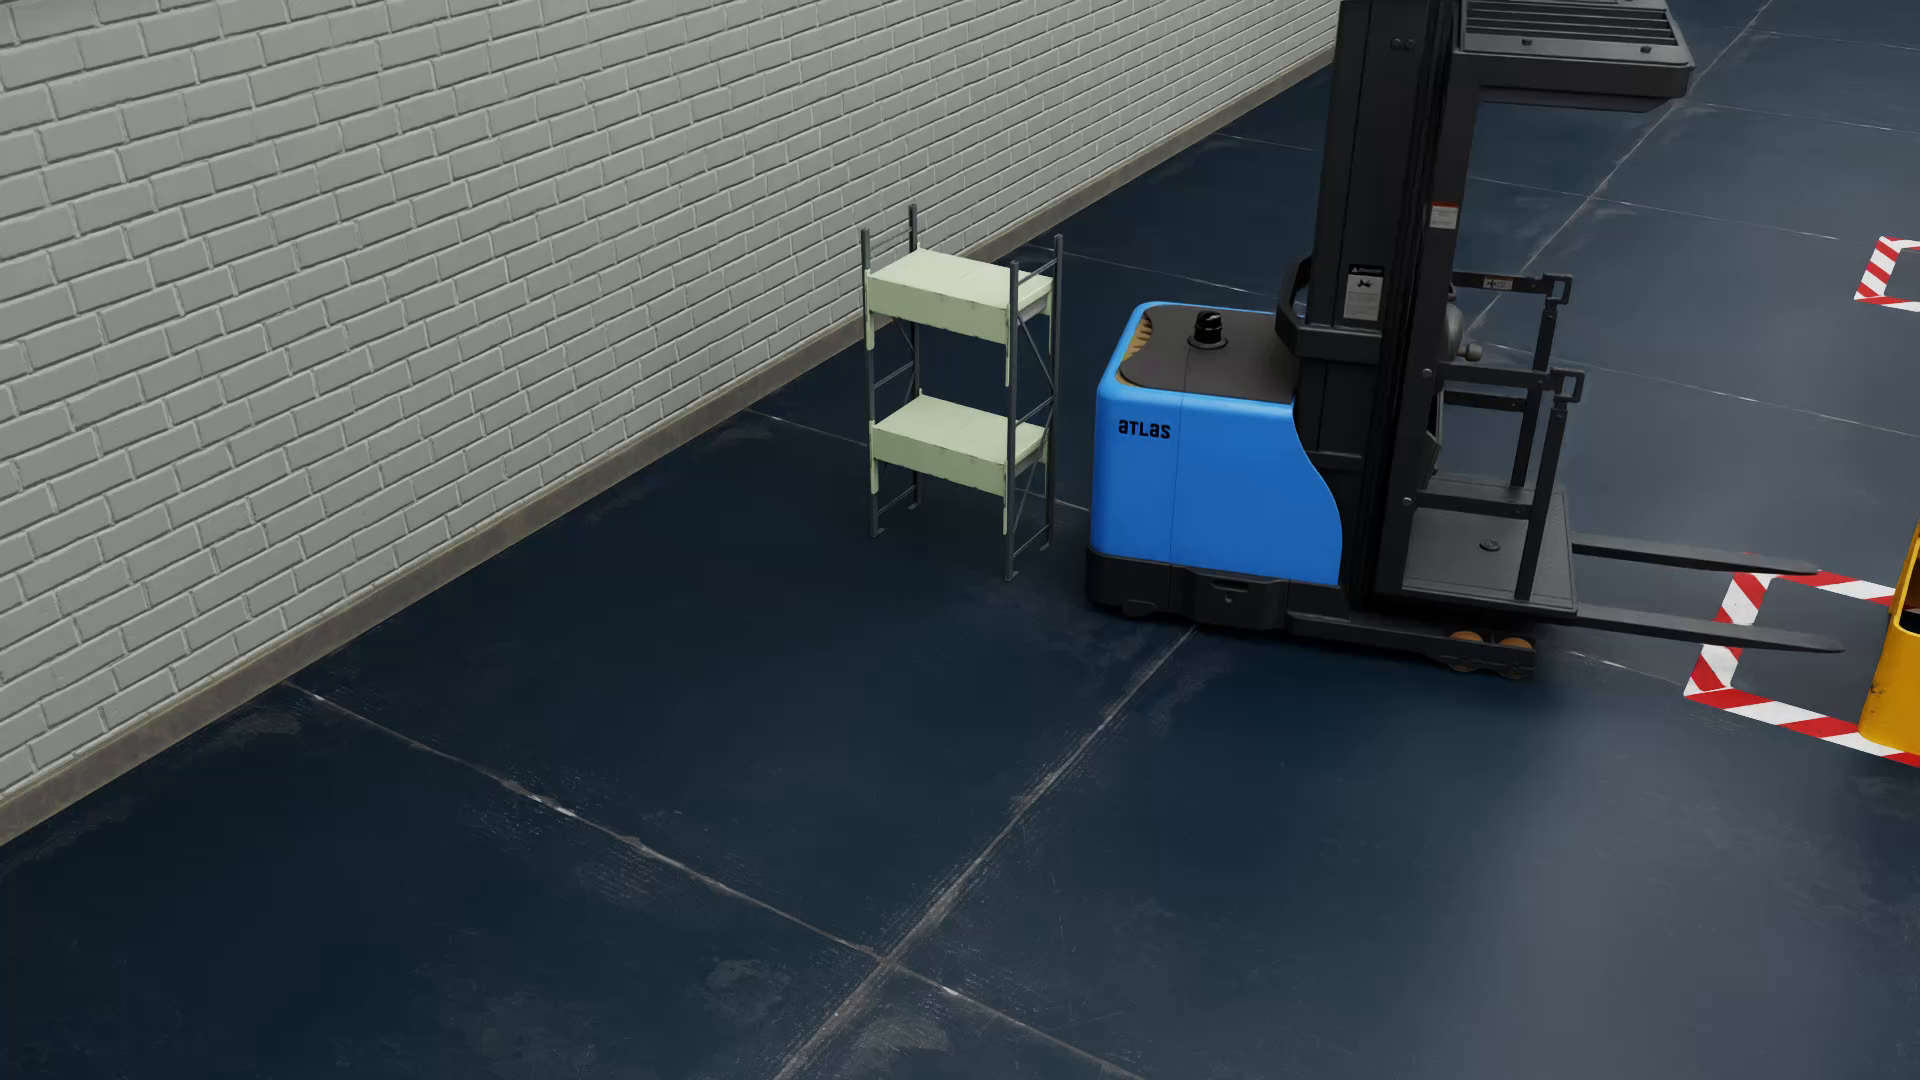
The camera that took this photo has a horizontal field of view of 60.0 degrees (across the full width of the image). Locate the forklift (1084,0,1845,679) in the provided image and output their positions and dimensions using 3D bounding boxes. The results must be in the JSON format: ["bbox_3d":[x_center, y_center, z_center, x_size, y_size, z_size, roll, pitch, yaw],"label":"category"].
[{"bbox_3d":[2.116,-0.997,6.551,3.031,2.935,1.130,8,31,13],"label":"forklift"}]

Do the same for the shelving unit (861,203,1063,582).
[{"bbox_3d":[0.006,-0.646,7.369,0.755,1.500,0.431,18,35,27],"label":"shelving unit"}]

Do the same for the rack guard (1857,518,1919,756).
[{"bbox_3d":[3.925,0.344,6.664,0.348,0.500,1.175,18,35,27],"label":"rack guard"}]

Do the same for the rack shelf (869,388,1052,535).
[{"bbox_3d":[0.006,-0.364,7.533,0.720,0.370,0.431,18,35,27],"label":"rack shelf"}]

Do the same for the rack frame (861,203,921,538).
[{"bbox_3d":[-0.304,-0.744,7.537,0.023,1.500,0.400,18,35,27],"label":"rack frame"}]

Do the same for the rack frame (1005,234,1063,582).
[{"bbox_3d":[0.316,-0.548,7.201,0.023,1.500,0.400,18,35,27],"label":"rack frame"}]

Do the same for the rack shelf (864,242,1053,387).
[{"bbox_3d":[0.006,-0.983,7.172,0.720,0.370,0.431,18,35,27],"label":"rack shelf"}]
